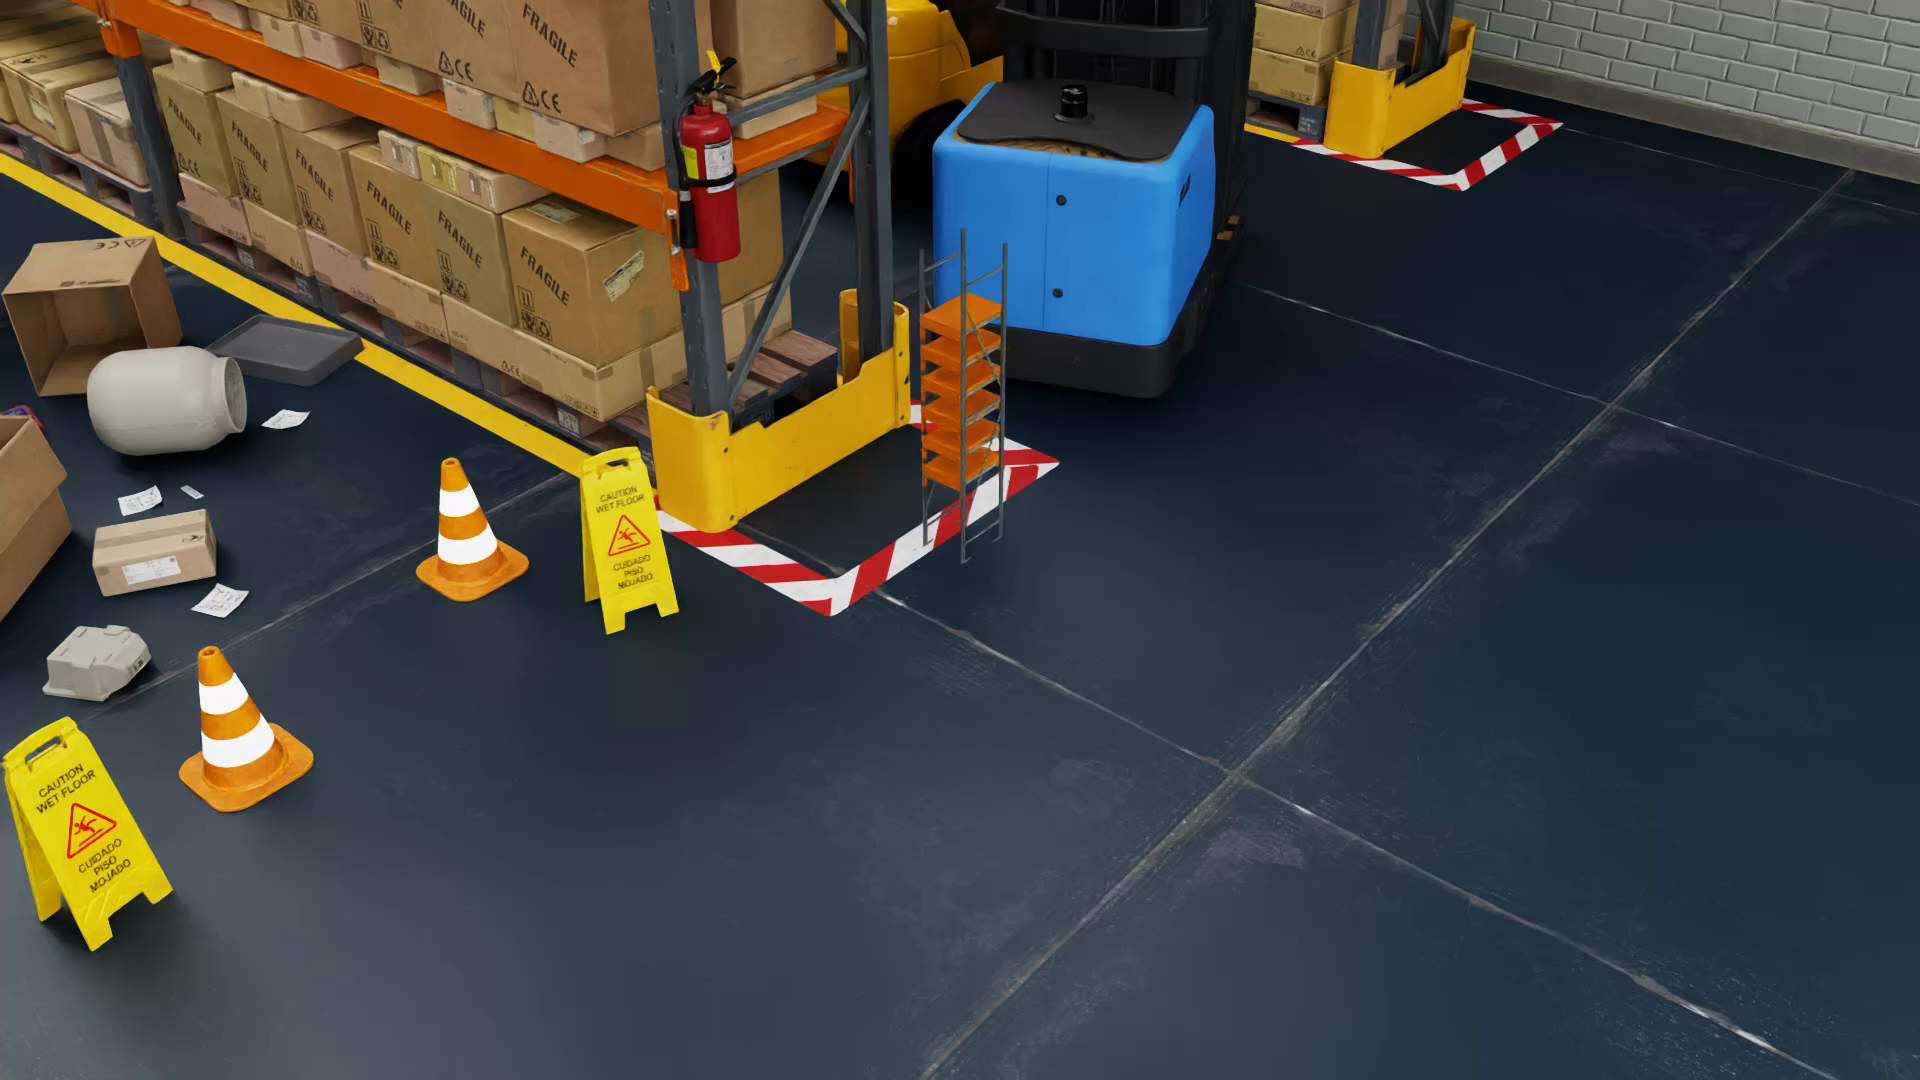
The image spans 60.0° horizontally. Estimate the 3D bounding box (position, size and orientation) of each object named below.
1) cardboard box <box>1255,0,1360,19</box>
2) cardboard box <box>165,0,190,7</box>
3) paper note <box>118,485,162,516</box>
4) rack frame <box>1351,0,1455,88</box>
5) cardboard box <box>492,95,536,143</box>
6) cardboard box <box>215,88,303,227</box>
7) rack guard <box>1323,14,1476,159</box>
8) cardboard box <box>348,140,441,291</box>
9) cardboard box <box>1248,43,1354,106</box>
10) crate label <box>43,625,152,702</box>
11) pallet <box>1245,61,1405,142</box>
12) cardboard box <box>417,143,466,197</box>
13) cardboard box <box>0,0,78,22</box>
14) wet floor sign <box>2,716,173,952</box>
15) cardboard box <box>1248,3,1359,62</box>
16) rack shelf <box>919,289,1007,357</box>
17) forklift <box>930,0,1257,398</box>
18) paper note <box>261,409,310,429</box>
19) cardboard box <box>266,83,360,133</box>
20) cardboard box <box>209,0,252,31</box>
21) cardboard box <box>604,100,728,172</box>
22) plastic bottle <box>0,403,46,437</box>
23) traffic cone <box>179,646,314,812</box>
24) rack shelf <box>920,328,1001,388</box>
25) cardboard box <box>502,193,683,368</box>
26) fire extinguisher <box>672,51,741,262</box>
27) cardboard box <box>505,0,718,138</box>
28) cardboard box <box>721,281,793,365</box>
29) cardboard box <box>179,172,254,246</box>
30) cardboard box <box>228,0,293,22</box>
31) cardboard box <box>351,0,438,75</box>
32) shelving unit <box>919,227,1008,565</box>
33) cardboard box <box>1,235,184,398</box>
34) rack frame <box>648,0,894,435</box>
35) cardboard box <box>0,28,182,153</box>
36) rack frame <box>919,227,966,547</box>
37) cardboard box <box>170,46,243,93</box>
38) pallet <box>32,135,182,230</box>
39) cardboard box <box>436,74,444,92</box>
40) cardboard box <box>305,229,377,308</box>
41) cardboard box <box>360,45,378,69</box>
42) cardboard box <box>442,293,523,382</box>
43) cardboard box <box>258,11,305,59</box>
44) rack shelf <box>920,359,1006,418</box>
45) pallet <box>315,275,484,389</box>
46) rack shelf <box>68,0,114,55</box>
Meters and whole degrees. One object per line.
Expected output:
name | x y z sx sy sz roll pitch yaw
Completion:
cardboard box | 1.991 -3.179 9.404 0.500 0.250 0.500 27 43 33
cardboard box | -3.438 -2.558 7.546 0.250 0.149 0.380 27 43 33
paper note | -3.185 -0.156 6.460 0.148 0.019 0.142 -18 38 -25
rack frame | 2.545 -3.696 8.982 0.127 3.000 1.000 25 42 32
cardboard box | -1.501 -1.619 6.180 0.250 0.149 0.380 24 41 31
cardboard box | -3.003 -1.813 7.635 0.500 0.500 0.500 27 43 34
rack guard | 2.563 -2.657 9.677 0.348 0.500 1.175 25 42 32
cardboard box | -2.197 -1.434 7.084 0.500 0.500 0.500 24 41 31
cardboard box | 1.982 -2.768 9.689 0.500 0.250 0.500 26 42 32
crate label | -2.877 0.399 5.548 0.298 0.136 0.250 6 35 8
pallet | 1.930 -2.805 10.148 1.213 0.211 1.003 25 42 32
cardboard box | -1.927 -1.524 6.642 0.250 0.149 0.380 26 42 33
cardboard box | -5.776 -3.050 9.991 0.625 0.372 0.950 24 41 31
wet floor sign | -2.429 0.775 4.552 0.232 0.644 0.267 18 38 24
cardboard box | 1.971 -2.982 9.559 0.500 0.250 0.500 25 41 31
rack shelf | 0.012 -0.749 5.724 0.180 0.103 0.258 25 42 32
forklift | 0.807 -2.635 7.498 1.130 2.935 3.031 10 36 15
paper note | -2.822 -0.509 6.965 0.148 0.019 0.142 12 36 16
cardboard box | -2.759 -1.916 7.212 0.250 0.149 0.380 28 43 34
cardboard box | -3.047 -2.370 7.273 0.250 0.149 0.380 27 43 33
cardboard box | -1.052 -1.474 5.968 0.250 0.149 0.380 27 43 33
plastic bottle | -3.910 -0.489 6.908 0.133 0.061 0.283 -26 42 -32
traffic cone | -2.233 0.522 5.081 0.334 0.463 0.336 25 42 32
rack shelf | 0.011 -0.650 5.792 0.180 0.103 0.258 25 42 32
cardboard box | -1.411 -1.060 6.540 0.500 0.500 0.500 26 42 32
fire extinguisher | -0.835 -1.261 5.505 0.183 0.674 0.296 25 42 32
cardboard box | -1.222 -1.775 5.835 0.500 0.500 0.500 24 41 31
cardboard box | -1.071 -0.987 7.096 0.500 0.250 0.500 25 42 31
cardboard box | -3.422 -1.692 8.122 0.500 0.250 0.500 23 41 30
cardboard box | -2.764 -2.508 6.901 0.500 0.500 0.500 25 42 31
cardboard box | -1.986 -2.142 6.368 0.500 0.500 0.500 25 42 32
shelving unit | 0.011 -0.489 5.902 0.189 1.200 0.258 25 42 32
cardboard box | -3.749 -0.974 7.225 0.500 0.500 0.500 -6 35 -8
rack frame | -0.628 -1.535 5.835 0.127 3.000 1.000 25 42 32
cardboard box | -4.662 -2.521 9.222 0.625 0.372 0.950 28 43 34
rack frame | -0.059 -0.522 5.951 0.006 1.200 0.240 25 42 32
cardboard box | -3.364 -2.197 7.622 0.250 0.149 0.380 26 42 32
pallet | -4.302 -2.116 9.144 1.213 0.211 1.003 25 42 32
cardboard box | -1.826 -1.853 6.521 0.250 0.149 0.380 26 42 32
cardboard box | -2.595 -1.313 7.570 0.500 0.250 0.500 25 41 31
cardboard box | -2.215 -2.036 6.787 0.250 0.149 0.380 25 42 32
cardboard box | -1.815 -0.941 7.029 0.500 0.250 0.500 25 42 32
cardboard box | -2.688 -2.159 6.966 0.250 0.149 0.380 25 42 32
rack shelf | 0.011 -0.552 5.860 0.180 0.103 0.258 25 42 32
pallet | -2.222 -1.165 7.759 1.213 0.211 1.003 25 42 32
rack shelf | -5.239 -3.412 9.204 4.000 0.370 1.077 25 42 32
